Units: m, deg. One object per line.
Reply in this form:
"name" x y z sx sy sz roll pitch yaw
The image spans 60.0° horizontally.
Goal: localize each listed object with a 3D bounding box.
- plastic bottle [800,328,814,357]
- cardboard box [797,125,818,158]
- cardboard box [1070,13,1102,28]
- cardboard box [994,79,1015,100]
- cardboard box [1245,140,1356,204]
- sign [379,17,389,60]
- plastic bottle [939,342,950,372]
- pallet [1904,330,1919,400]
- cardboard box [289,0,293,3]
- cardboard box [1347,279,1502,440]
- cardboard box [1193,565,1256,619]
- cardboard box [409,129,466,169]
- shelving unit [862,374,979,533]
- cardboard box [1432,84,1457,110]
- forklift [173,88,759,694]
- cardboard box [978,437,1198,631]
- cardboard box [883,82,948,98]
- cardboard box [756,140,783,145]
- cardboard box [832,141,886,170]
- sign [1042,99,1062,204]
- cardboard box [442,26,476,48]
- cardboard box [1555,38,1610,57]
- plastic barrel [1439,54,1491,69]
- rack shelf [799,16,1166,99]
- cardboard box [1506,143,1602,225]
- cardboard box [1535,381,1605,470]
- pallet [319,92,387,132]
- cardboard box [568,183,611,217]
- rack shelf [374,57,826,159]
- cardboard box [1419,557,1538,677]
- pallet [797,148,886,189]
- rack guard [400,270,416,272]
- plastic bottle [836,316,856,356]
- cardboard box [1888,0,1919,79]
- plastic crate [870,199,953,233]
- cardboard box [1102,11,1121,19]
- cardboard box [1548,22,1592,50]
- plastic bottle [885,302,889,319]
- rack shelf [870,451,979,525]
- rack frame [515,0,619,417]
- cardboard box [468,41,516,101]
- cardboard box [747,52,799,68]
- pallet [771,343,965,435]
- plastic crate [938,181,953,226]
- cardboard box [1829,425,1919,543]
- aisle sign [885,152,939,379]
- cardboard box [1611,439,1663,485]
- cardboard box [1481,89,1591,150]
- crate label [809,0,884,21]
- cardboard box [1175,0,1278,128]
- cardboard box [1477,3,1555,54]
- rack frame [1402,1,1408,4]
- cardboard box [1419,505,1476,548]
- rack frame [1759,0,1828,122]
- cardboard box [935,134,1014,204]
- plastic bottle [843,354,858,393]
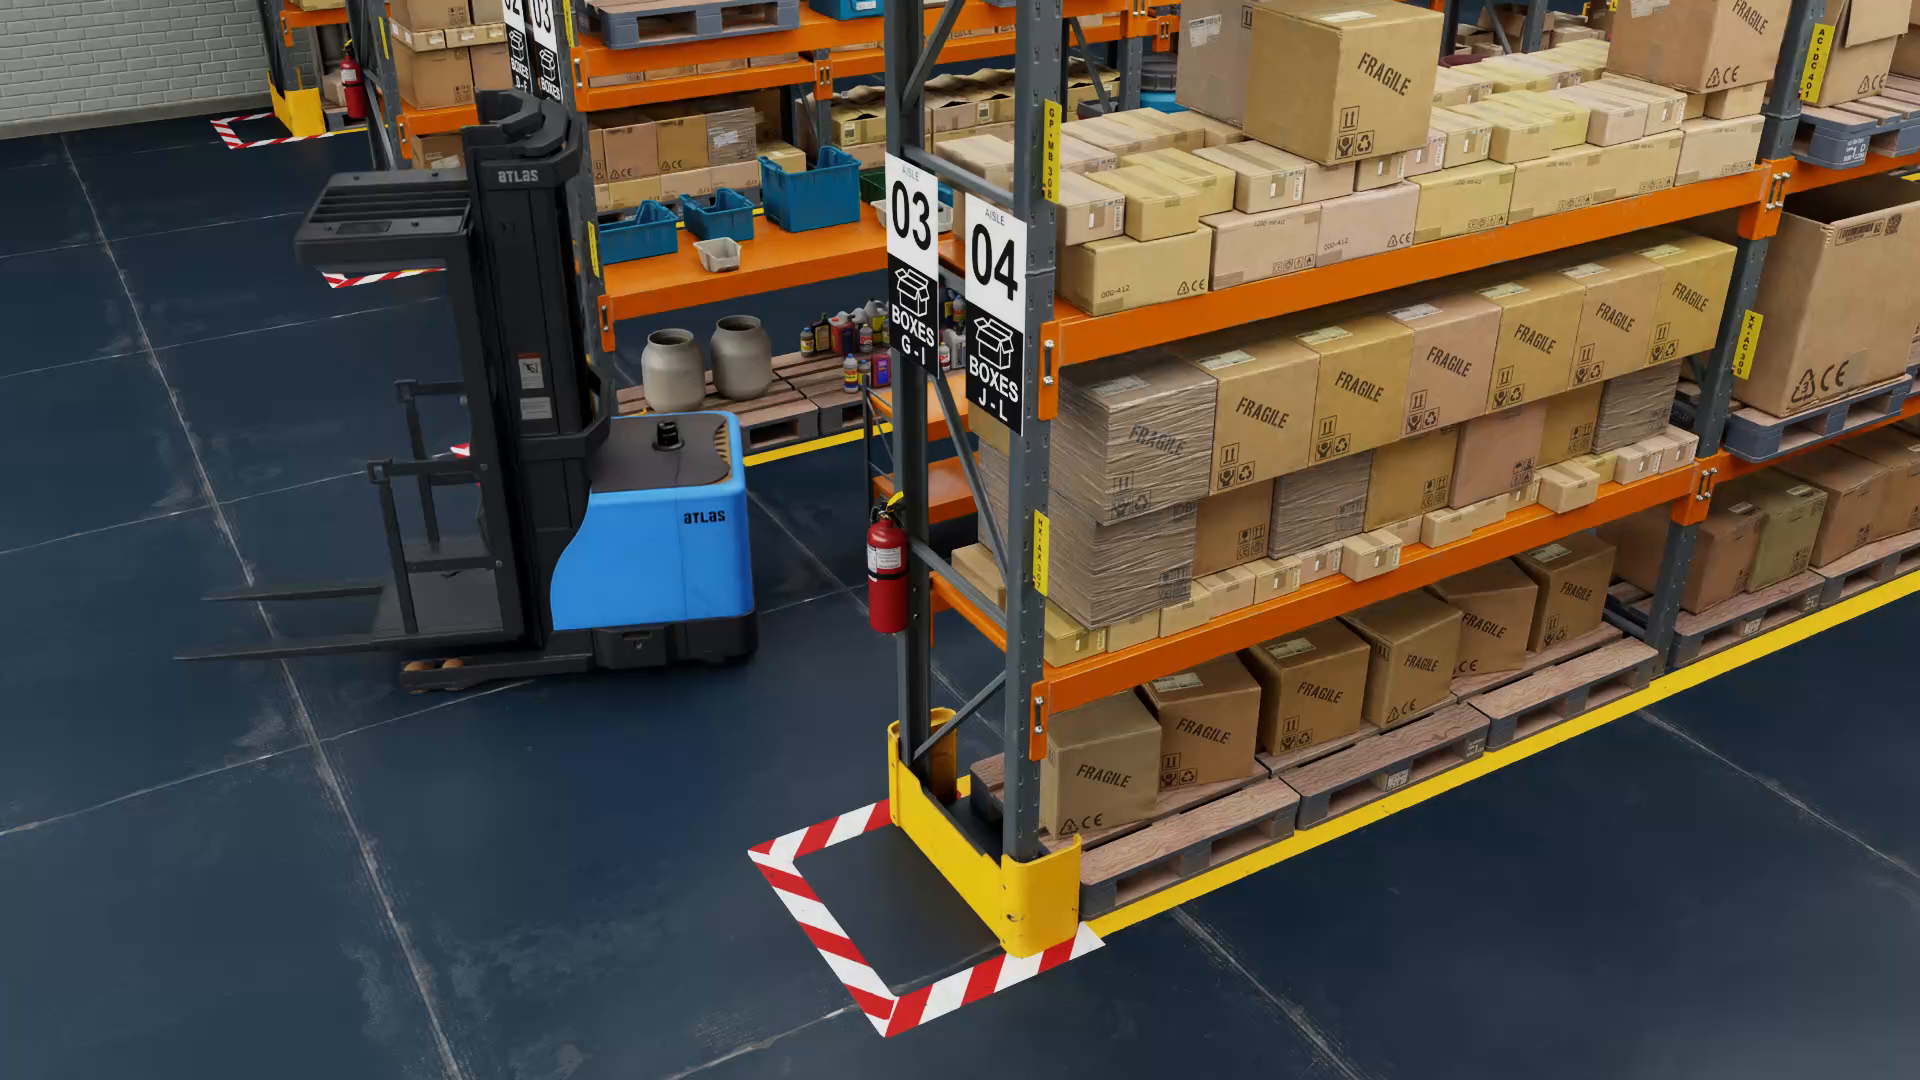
"plastic bottle" -1.125 -1.461 12.234 0.097 0.201 0.097 0 29 0
"cardboard box" -1.333 -4.107 16.999 0.500 0.250 0.500 -16 33 -27
"cardboard box" 1.269 -5.439 17.261 0.250 0.149 0.380 -16 33 -26
"cardboard box" 0.697 -4.627 17.360 0.500 0.311 0.500 -16 33 -27
"cardboard box" 1.288 -1.423 6.361 0.250 0.149 0.380 -16 33 -26
"sign" -4.716 -4.107 13.609 0.005 0.325 0.100 -16 33 -26
"plastic bottle" -0.121 -1.326 11.989 0.097 0.201 0.097 0 29 0
"pallet" 5.234 -1.171 9.466 1.213 0.211 1.003 -16 33 -26
"cardboard box" -7.200 -6.127 18.382 0.500 0.250 0.500 -15 32 -26
"cardboard box" 1.928 -0.798 7.146 0.500 0.500 0.500 -16 33 -26
"cardboard box" 1.043 0.163 7.110 0.250 0.149 0.380 -16 33 -26
"cardboard box" -4.681 -3.489 15.104 0.500 0.500 0.500 -16 33 -26
"shelving unit" 0.006 -0.494 9.981 1.048 1.125 0.538 -16 33 -26
"cardboard box" 1.930 -1.913 7.251 0.250 0.149 0.380 -17 33 -27
"forklift" -2.662 -0.744 8.564 3.031 2.935 1.130 -4 29 -8
"cardboard box" 0.511 -0.095 6.907 0.500 0.500 0.875 -16 33 -26
"cardboard box" -0.463 -4.600 17.312 0.500 0.311 0.500 -16 33 -26
"cardboard box" -2.097 -3.898 16.620 0.500 0.250 0.500 -16 33 -26
"cardboard box" -1.070 -3.881 16.588 0.500 0.250 0.500 -17 33 -27
"sign" 0.298 -1.268 5.434 0.005 0.325 0.100 -16 33 -26
"cardboard box" -4.319 -4.326 14.209 0.250 0.149 0.380 -17 33 -28
"cardboard box" 3.035 -2.248 7.858 0.250 0.149 0.380 -17 33 -28
"plastic barrel" 4.165 -3.640 13.600 0.708 0.536 0.600 -16 33 -26
"rack shelf" 0.181 -5.080 17.095 4.000 0.370 1.077 -16 33 -26
"cardboard box" 2.319 -1.554 7.013 0.500 0.250 0.500 -16 33 -27
"cardboard box" 2.603 -0.759 8.110 0.500 0.500 0.875 -16 33 -26
"pallet" -6.721 -4.970 19.038 1.213 0.211 1.003 -16 33 -26
"cardboard box" -3.557 -3.191 15.338 0.500 0.250 0.500 -16 33 -26
"rack shelf" -3.268 -4.101 15.320 4.000 0.370 1.077 -16 33 -26
"cardboard box" 2.617 0.358 8.650 0.500 0.500 0.500 -6 29 -11
"pallet" -0.928 -3.881 17.064 1.213 0.211 1.003 -16 33 -26
"rack guard" -5.013 -2.826 14.853 0.348 0.500 1.175 -16 33 -26
"plastic bottle" -0.839 -1.503 12.225 0.133 0.283 0.061 -16 33 -26
"cardboard box" 4.739 -2.625 8.255 0.637 0.503 0.797 -14 32 -24
"plastic crate" -0.309 -2.222 11.445 0.437 0.136 0.530 -16 33 -26
"cardboard box" 1.569 -5.774 17.701 0.500 0.311 0.500 -14 32 -23
"cardboard box" 7.624 -6.375 21.088 0.500 0.250 0.500 -16 33 -26
"plastic bottle" -0.473 -1.699 12.510 0.185 0.351 0.144 -16 33 -27
"rack shelf" 0.006 -0.280 10.099 1.000 0.278 0.538 -16 33 -26
"rack frame" -2.486 -1.862 10.519 0.127 3.000 1.000 -16 33 -26
"cardboard box" -4.133 -4.209 14.669 0.500 0.500 0.700 -15 32 -25
"cardboard box" -1.923 -4.838 15.808 0.500 0.500 0.700 -17 33 -28
"pallet" -0.691 -1.172 12.156 1.213 0.211 1.003 -16 33 -26
"plastic crate" 0.146 -2.392 11.633 0.616 0.251 0.499 -16 33 -26
"cardboard box" 5.396 -0.400 10.001 0.500 0.500 0.700 -13 31 -22
"aisle sign" -0.182 -1.046 6.351 0.004 0.787 0.394 -16 33 -26
"cardboard box" 3.215 -0.435 8.194 0.250 0.149 0.380 -16 33 -26
"cardboard box" 2.404 -1.764 6.980 0.250 0.149 0.380 -15 32 -24
"crate label" -0.705 -3.430 10.411 0.408 0.251 0.502 -16 33 -26
"cardboard box" 1.231 -1.989 6.717 0.500 0.500 0.500 -16 33 -26
"cardboard box" 6.971 -6.425 20.916 0.637 0.503 0.797 -16 33 -26
"rack frame" 5.354 -6.863 19.582 0.127 3.000 1.000 -16 33 -26
"cardboard box" 2.135 -0.131 7.643 0.250 0.149 0.380 -16 33 -26
"rack frame" 3.472 -3.404 7.105 0.127 3.000 1.000 -16 33 -26
"cardboard box" 0.104 -1.418 6.354 0.250 0.149 0.380 -16 33 -26
"plastic bottle" -0.765 -1.174 11.641 0.097 0.271 0.097 0 29 0
